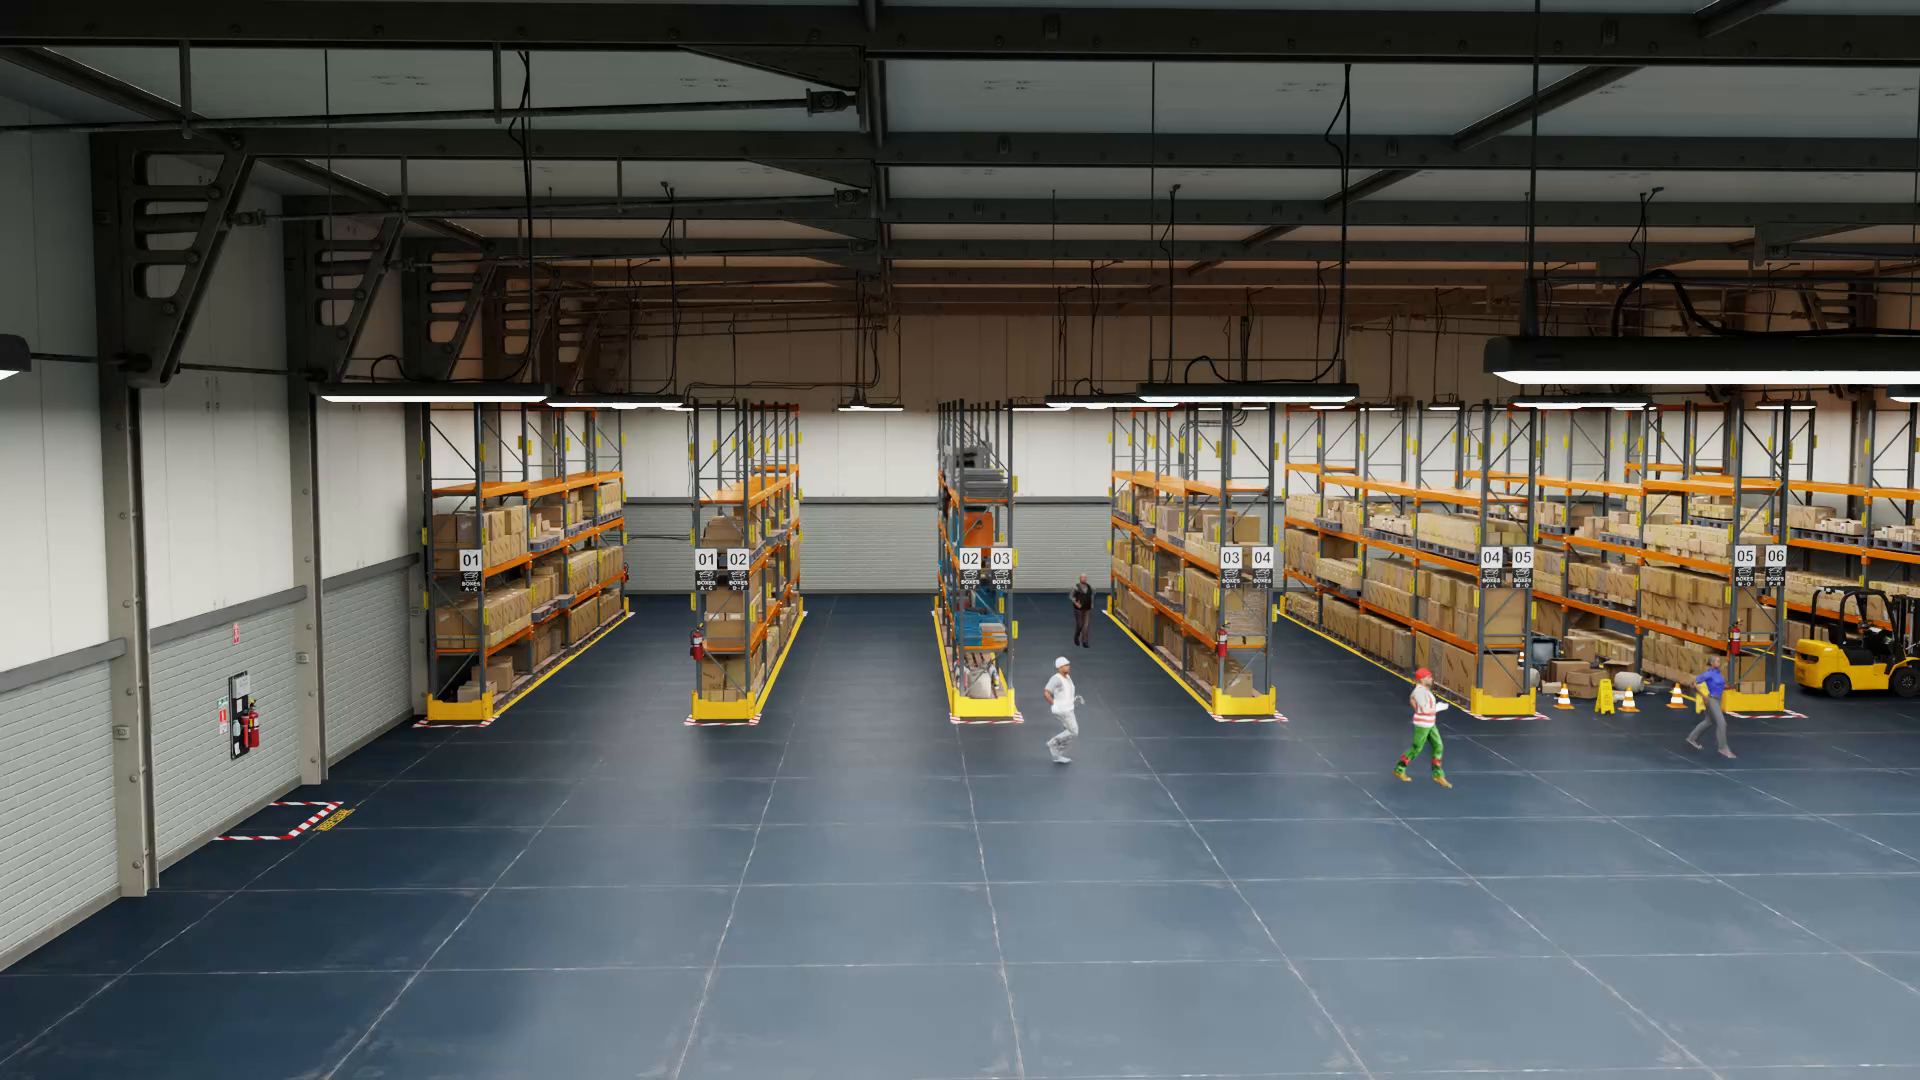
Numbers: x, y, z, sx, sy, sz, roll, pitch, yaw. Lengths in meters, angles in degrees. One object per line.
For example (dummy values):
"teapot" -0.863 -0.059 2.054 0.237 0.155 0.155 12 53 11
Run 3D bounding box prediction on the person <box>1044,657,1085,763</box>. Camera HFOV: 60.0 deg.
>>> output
"person" 1.736 2.786 27.224 0.581 1.733 0.692 2 5 22

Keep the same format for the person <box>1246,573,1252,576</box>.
"person" 7.991 1.350 46.742 0.734 1.737 0.667 1 5 18

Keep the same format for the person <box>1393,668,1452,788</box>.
"person" 7.114 2.872 25.539 0.869 1.828 0.653 2 5 28

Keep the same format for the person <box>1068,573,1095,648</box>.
"person" 2.867 1.636 38.738 0.668 1.714 0.753 -1 4 -15

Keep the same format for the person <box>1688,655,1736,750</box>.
"person" 12.603 2.750 27.885 0.777 1.460 0.562 4 6 43
